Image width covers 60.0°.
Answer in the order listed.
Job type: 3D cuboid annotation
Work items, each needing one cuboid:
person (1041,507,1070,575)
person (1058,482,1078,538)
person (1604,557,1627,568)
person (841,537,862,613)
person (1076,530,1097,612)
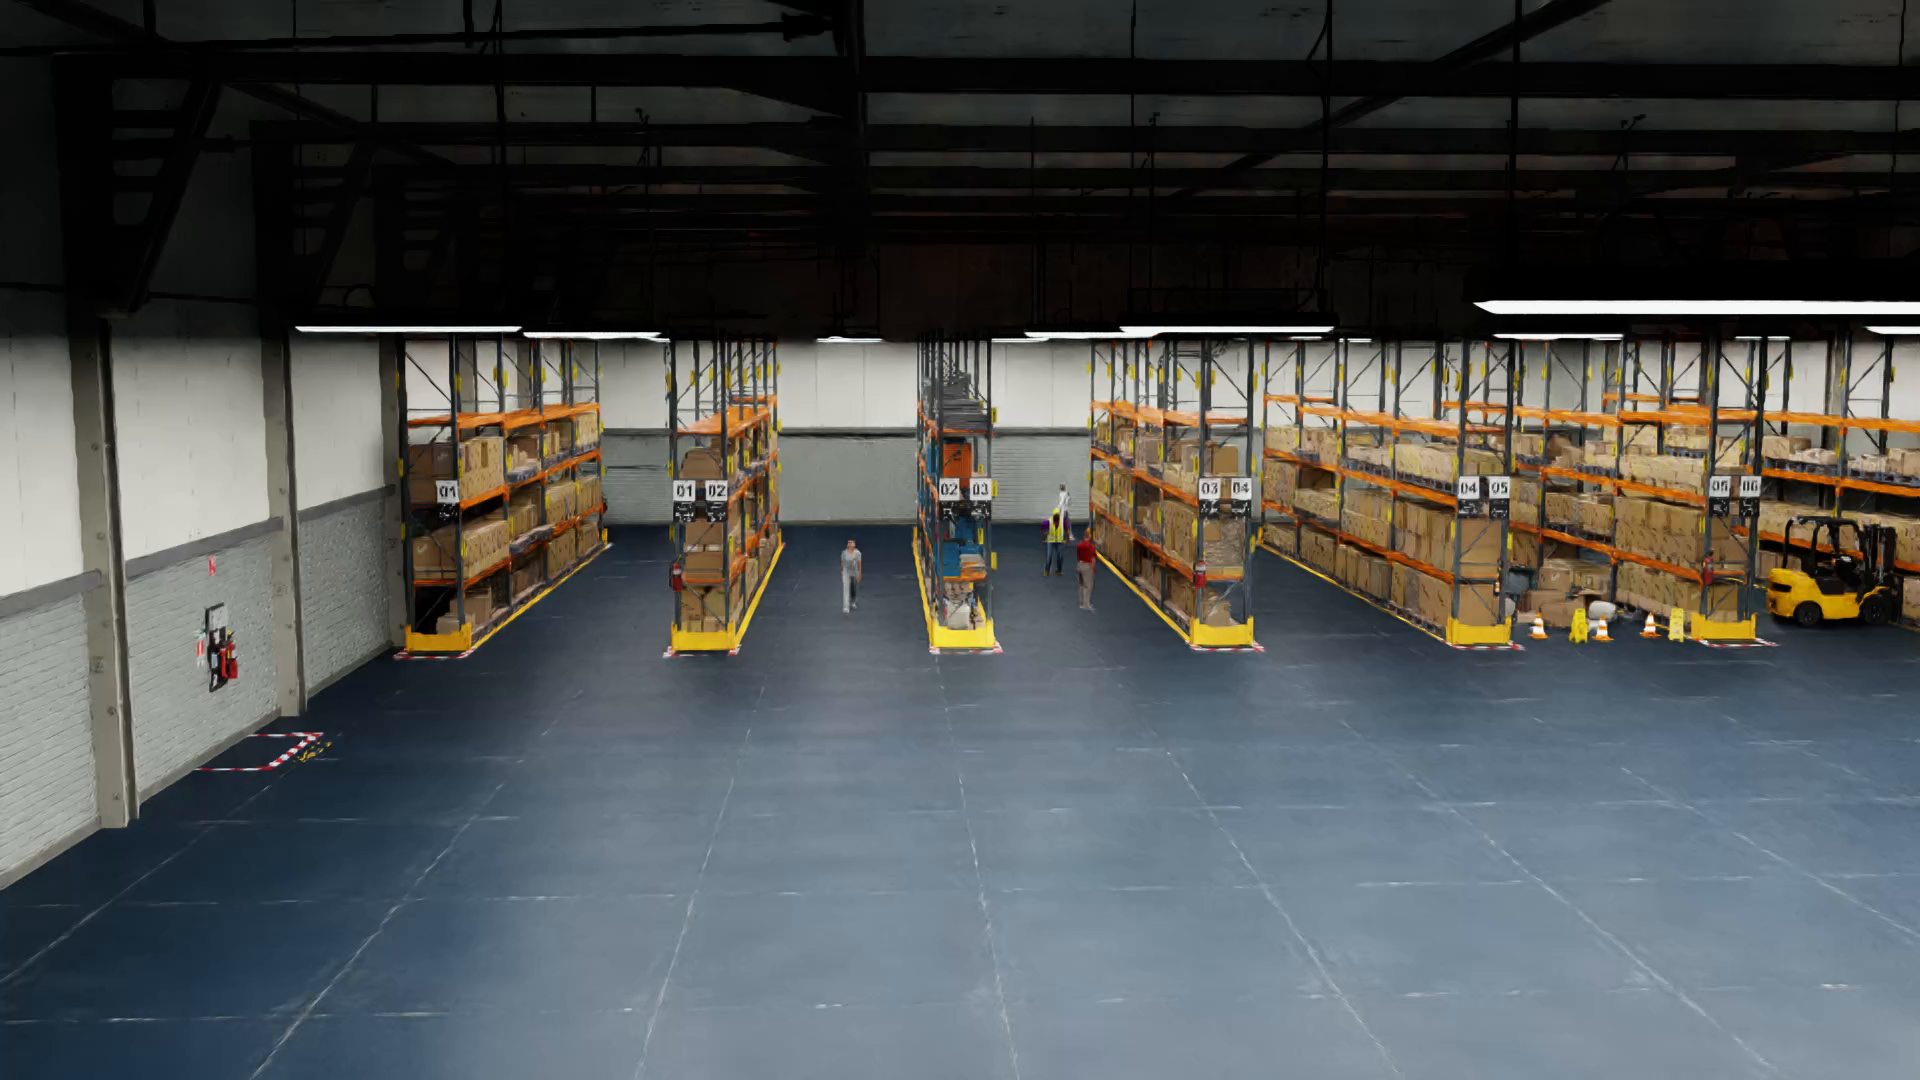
[{"bbox_3d":[2.357,0.032,41.171,0.719,1.714,0.578,-1,7,-5],"label":"person"},{"bbox_3d":[3.078,-0.867,48.801,0.549,1.670,0.682,4,8,32],"label":"person"},{"bbox_3d":[16.852,-0.131,42.626,0.561,1.651,0.588,3,7,23],"label":"person"},{"bbox_3d":[-2.320,0.723,35.628,0.445,1.591,1.110,-1,7,-5],"label":"person"},{"bbox_3d":[2.748,0.652,35.682,0.457,1.733,0.593,-4,8,-32],"label":"person"}]
